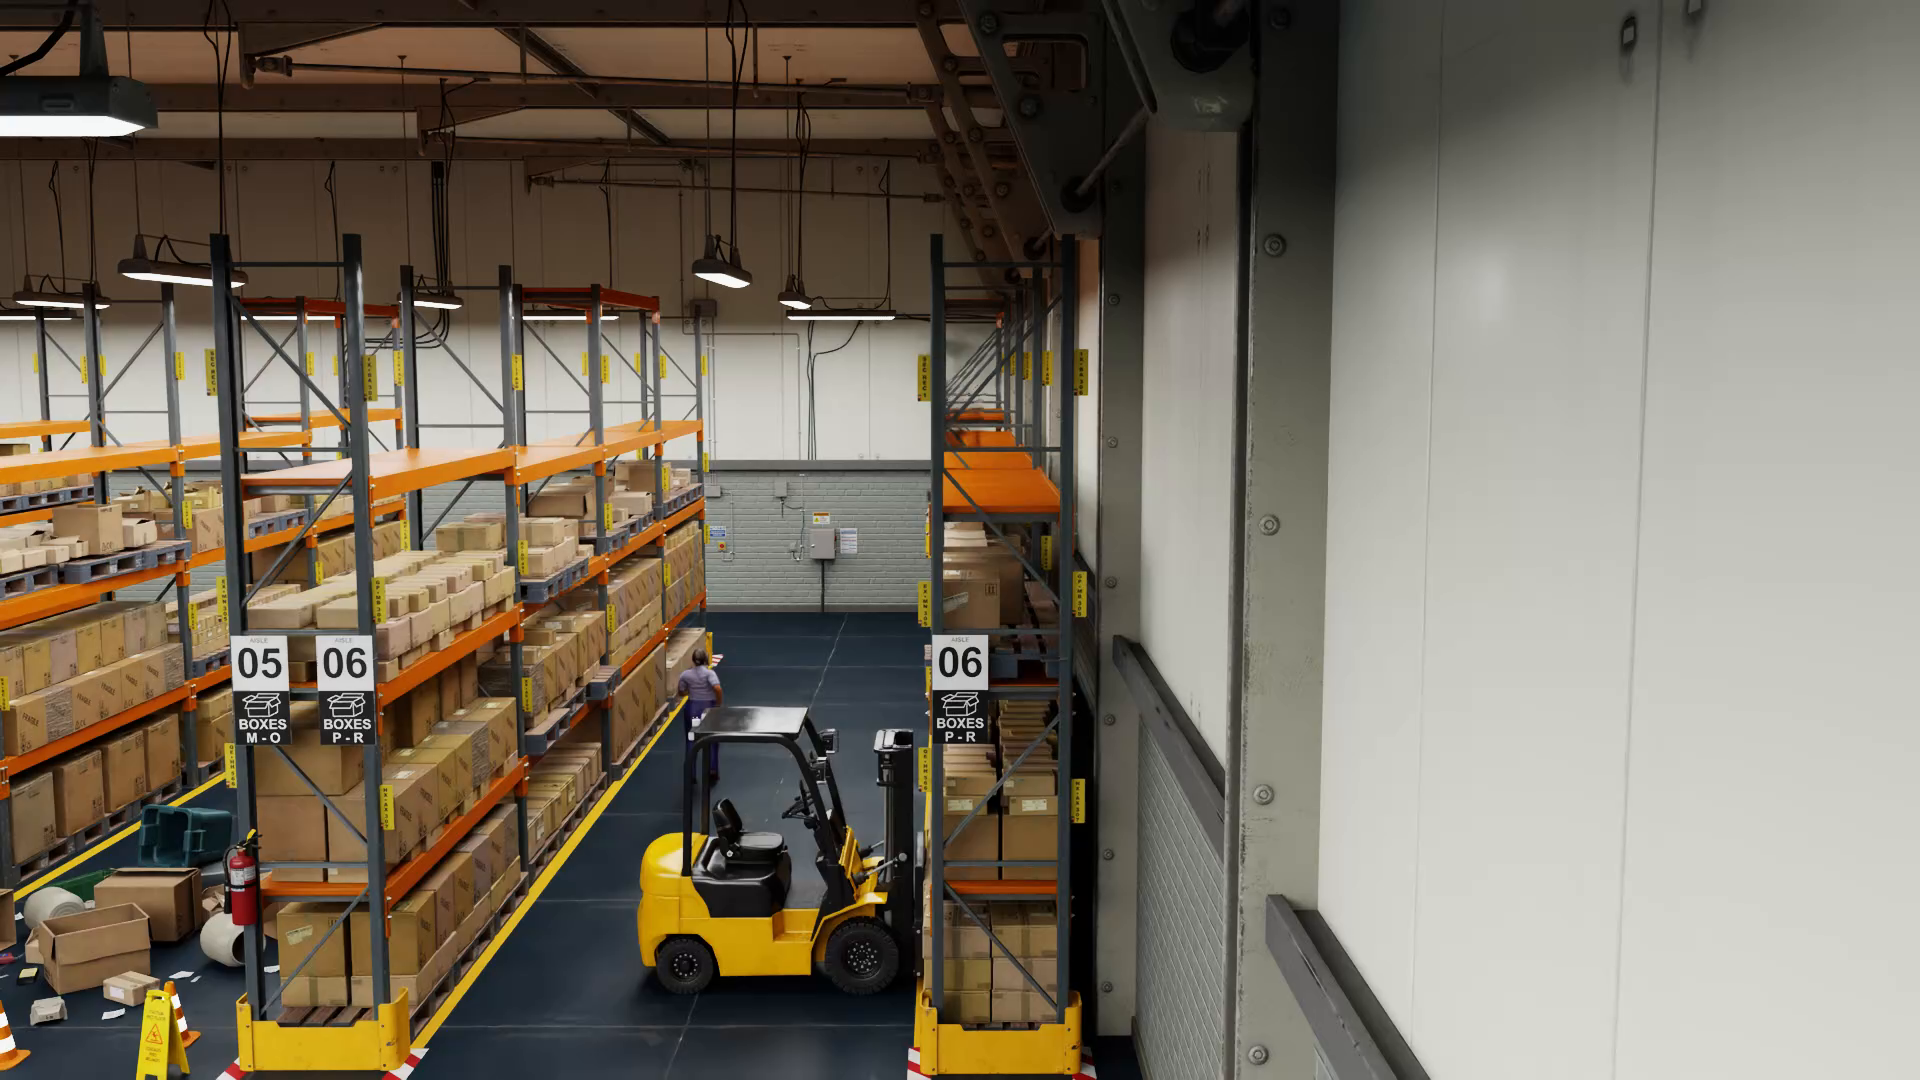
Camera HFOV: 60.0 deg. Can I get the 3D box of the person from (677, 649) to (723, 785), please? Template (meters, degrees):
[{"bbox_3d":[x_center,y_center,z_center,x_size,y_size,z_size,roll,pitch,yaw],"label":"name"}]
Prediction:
[{"bbox_3d":[-3.111,2.149,19.970,0.580,1.709,0.770,0,6,-1],"label":"person"}]
